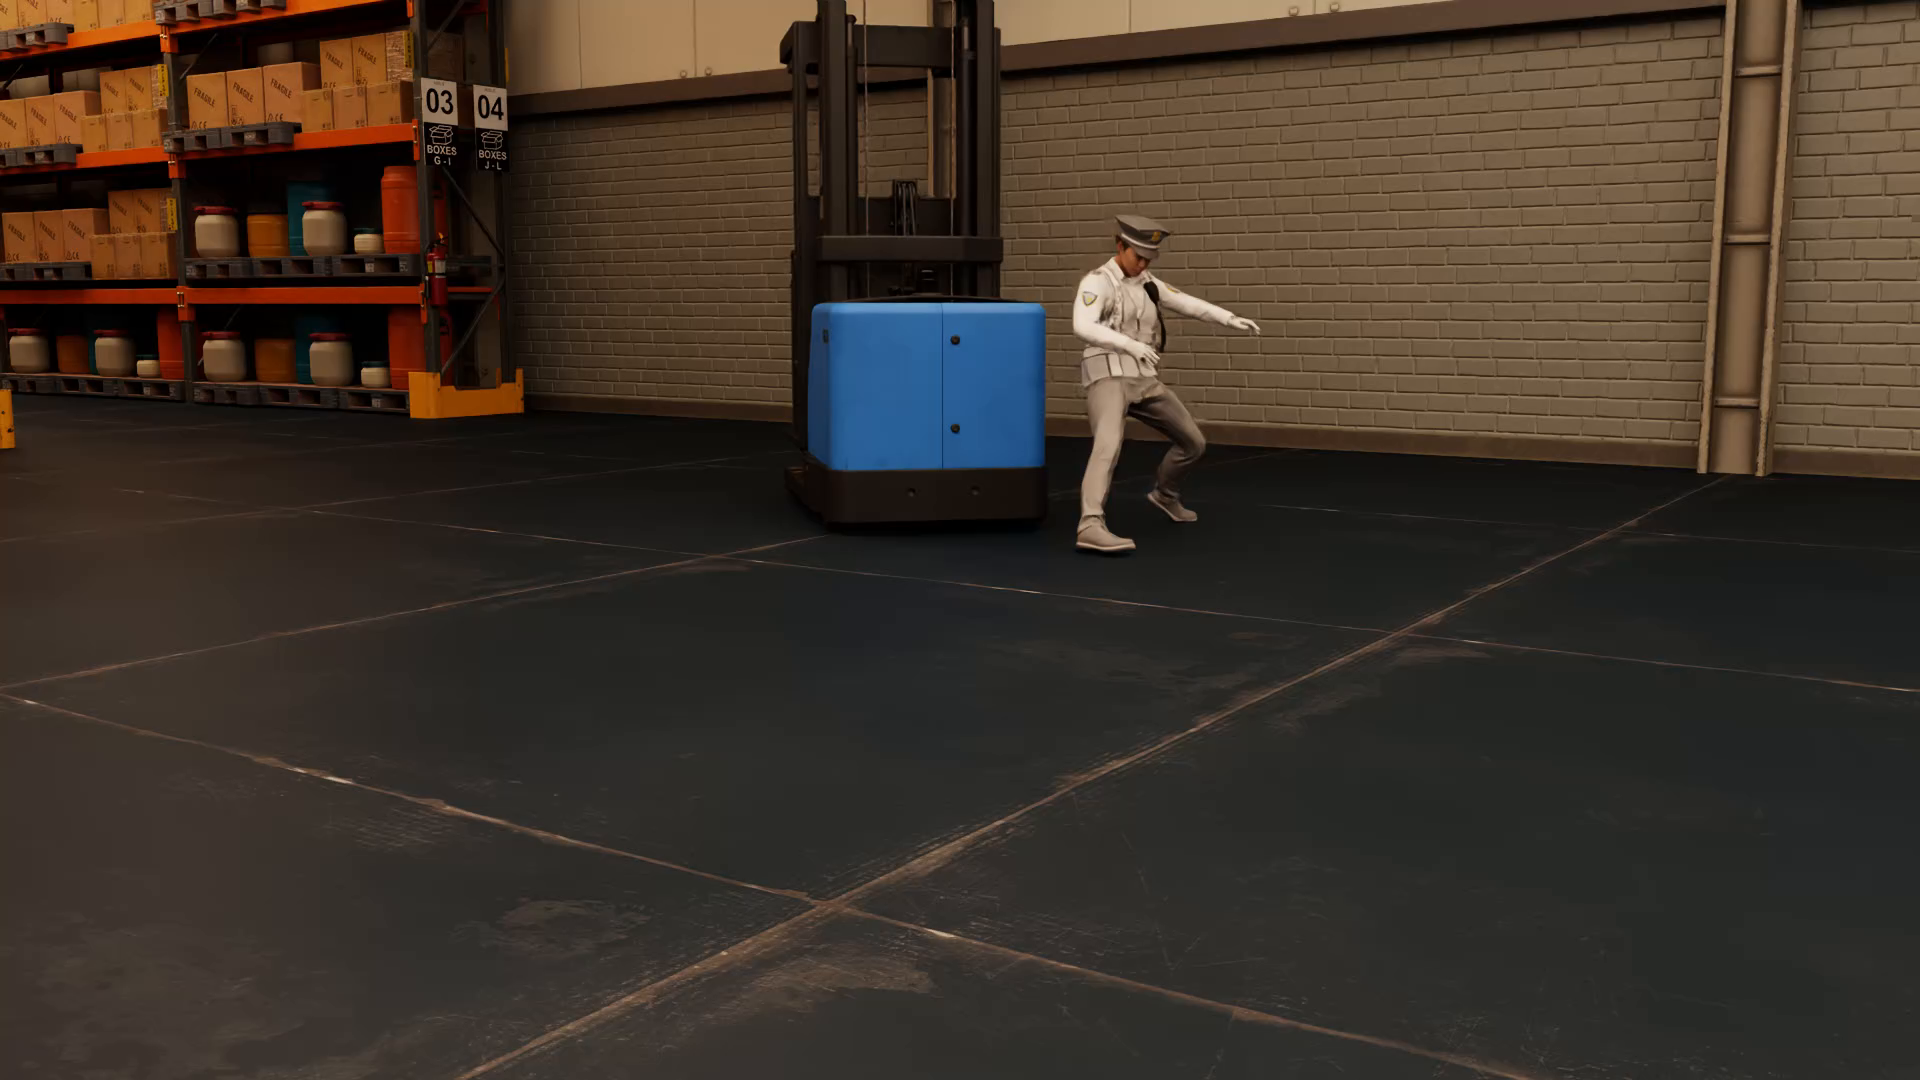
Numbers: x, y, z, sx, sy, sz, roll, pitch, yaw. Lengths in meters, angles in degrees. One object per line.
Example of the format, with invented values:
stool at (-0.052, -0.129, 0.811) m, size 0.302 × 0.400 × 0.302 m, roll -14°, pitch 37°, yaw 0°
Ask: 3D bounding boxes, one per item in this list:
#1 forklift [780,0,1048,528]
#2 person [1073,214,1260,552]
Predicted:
forklift at (-0.377, -1.679, 9.001) m, size 1.130 × 2.935 × 3.031 m, roll -2°, pitch 8°, yaw -11°
person at (0.878, -0.739, 7.627) m, size 1.209 × 1.489 × 0.810 m, roll -6°, pitch 10°, yaw -39°
